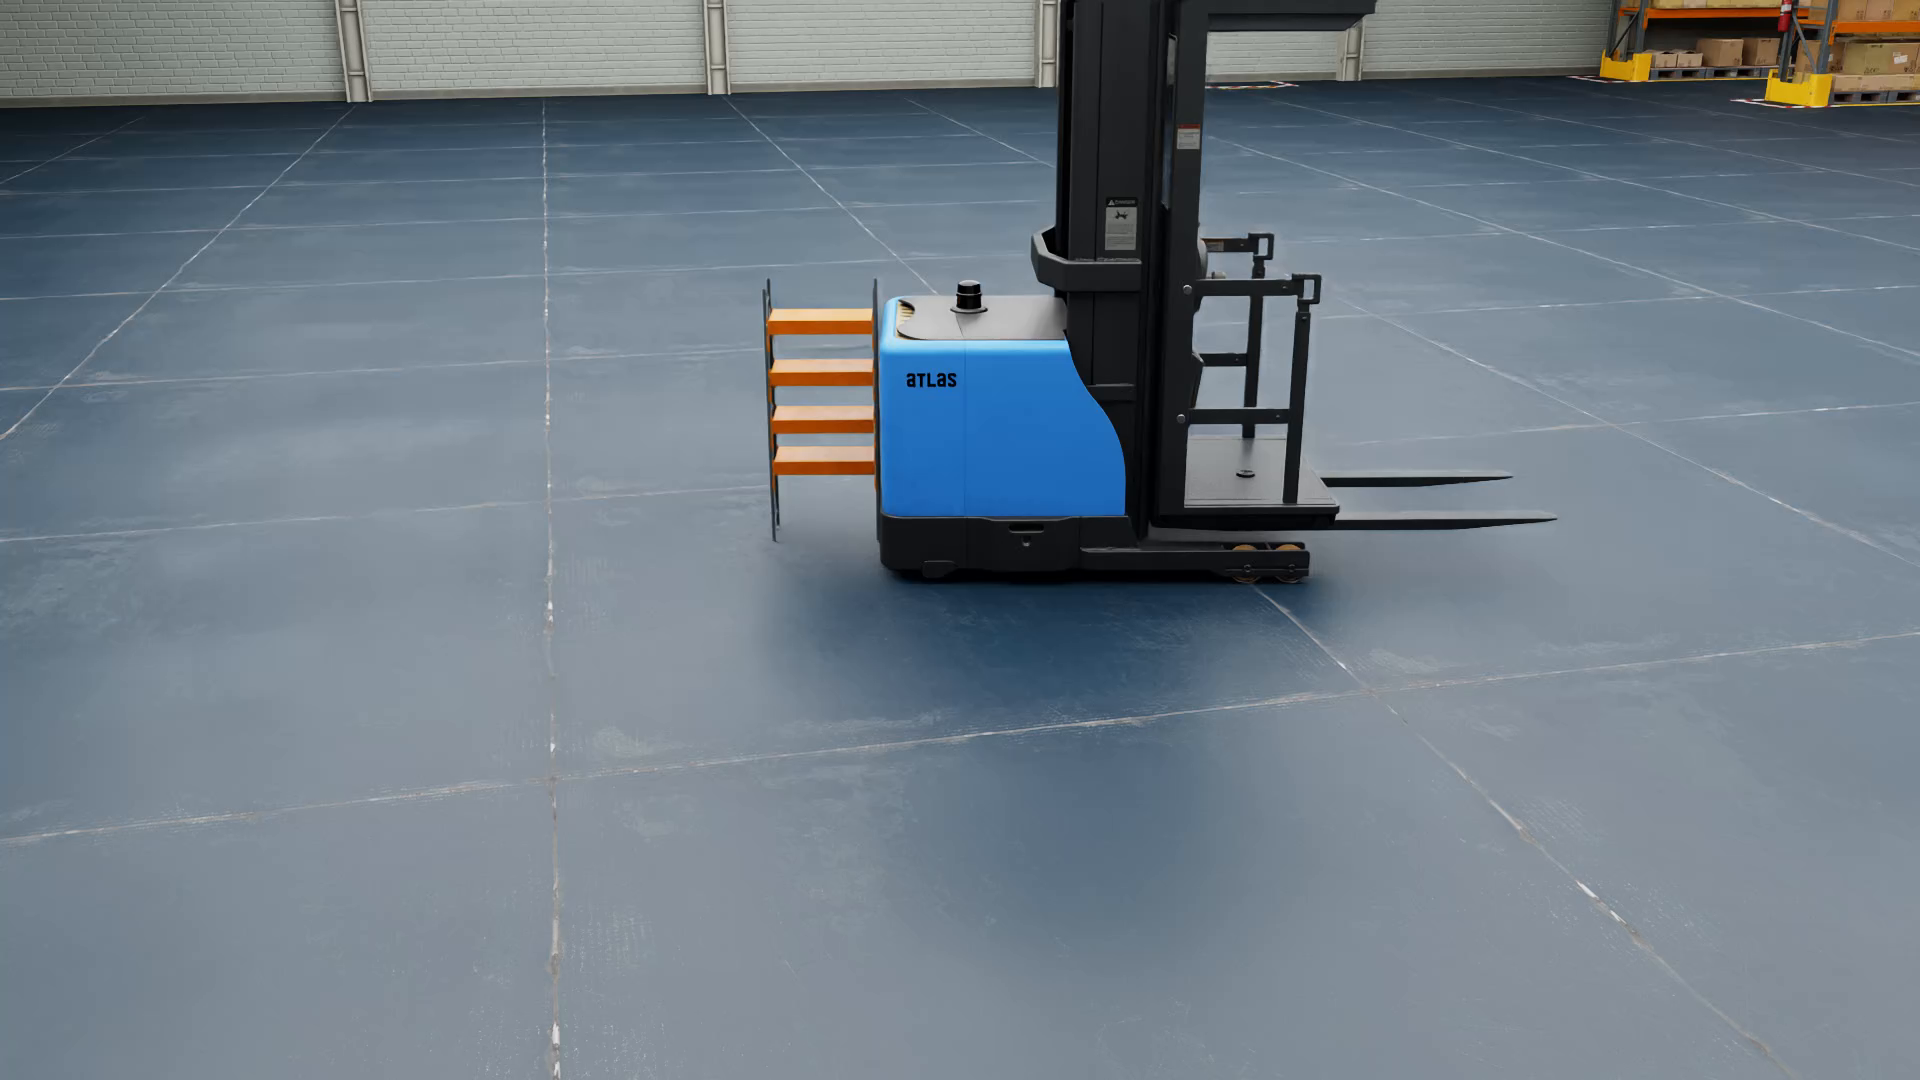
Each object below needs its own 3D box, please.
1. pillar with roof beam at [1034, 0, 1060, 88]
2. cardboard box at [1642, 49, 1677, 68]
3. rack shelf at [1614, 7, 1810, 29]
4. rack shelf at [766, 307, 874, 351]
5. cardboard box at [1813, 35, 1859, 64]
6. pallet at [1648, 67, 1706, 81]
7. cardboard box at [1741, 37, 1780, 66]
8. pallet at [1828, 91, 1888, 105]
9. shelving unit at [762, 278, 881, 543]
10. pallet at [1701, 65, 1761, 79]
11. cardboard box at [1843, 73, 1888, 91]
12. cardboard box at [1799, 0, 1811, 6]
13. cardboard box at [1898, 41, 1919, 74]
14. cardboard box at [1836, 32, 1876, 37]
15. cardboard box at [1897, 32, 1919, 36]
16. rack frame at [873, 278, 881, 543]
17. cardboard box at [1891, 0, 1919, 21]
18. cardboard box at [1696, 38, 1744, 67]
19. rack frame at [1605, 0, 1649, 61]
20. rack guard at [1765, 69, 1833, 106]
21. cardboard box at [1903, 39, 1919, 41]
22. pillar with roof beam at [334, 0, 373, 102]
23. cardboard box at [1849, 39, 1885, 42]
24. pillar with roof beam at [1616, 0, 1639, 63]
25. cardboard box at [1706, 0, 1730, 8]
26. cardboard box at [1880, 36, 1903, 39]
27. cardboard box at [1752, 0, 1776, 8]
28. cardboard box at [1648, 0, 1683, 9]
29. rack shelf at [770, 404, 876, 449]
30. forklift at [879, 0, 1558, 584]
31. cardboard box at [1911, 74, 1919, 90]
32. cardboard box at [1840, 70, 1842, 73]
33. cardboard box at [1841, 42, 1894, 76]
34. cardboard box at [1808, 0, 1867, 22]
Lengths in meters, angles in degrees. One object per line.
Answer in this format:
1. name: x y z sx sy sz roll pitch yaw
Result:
1. pillar with roof beam: 2.583 -11.117 25.080 0.400 9.000 9.100 -5 21 -12
2. cardboard box: 13.482 -9.315 32.151 0.500 0.311 0.500 -7 21 -19
3. rack shelf: 14.734 -10.167 32.253 4.000 0.370 1.077 -5 21 -12
4. rack shelf: -0.626 -0.960 7.549 0.480 0.148 0.258 0 20 -1
5. cardboard box: 17.393 -9.759 33.090 0.500 0.500 0.700 -4 20 -11
6. pallet: 13.661 -9.095 32.337 1.213 0.211 1.003 -5 21 -12
7. cardboard box: 15.680 -9.600 32.655 0.500 0.500 0.500 -6 21 -17
8. pallet: 14.666 -7.453 27.855 1.213 0.211 1.003 -5 21 -12
9. shelving unit: -0.626 -0.591 7.684 0.503 1.200 0.258 0 20 -1
10. pallet: 14.845 -9.191 32.597 1.213 0.211 1.003 -5 21 -12
11. cardboard box: 14.990 -7.603 27.596 0.500 0.250 0.500 -5 21 -12
12. cardboard box: 16.289 -10.463 32.205 0.500 0.250 0.500 -5 21 -12
13. cardboard box: 15.965 -8.032 27.678 0.500 0.500 0.500 -5 21 -12
14. cardboard box: 17.821 -10.147 33.059 0.500 0.250 0.500 -5 21 -14
15. cardboard box: 18.816 -10.223 33.266 0.500 0.250 0.500 -5 21 -13
16. rack frame: -0.383 -0.593 7.689 0.015 1.200 0.240 0 20 -1
17. cardboard box: 15.383 -8.848 27.463 0.500 0.500 0.700 -5 21 -12
18. cardboard box: 14.762 -9.490 32.355 0.500 0.500 0.700 -6 21 -16
19. rack frame: 12.788 -10.346 31.697 0.127 3.000 1.000 -5 21 -12
20. rack guard: 13.908 -7.513 27.596 0.348 0.500 1.175 -5 21 -12
21. cardboard box: 16.328 -8.252 28.277 0.500 0.500 0.500 -5 21 -12
22. pillar with roof beam: -9.095 -10.167 22.488 0.400 9.000 9.100 -5 21 -12
23. cardboard box: 15.355 -8.172 28.061 0.500 0.500 0.500 -5 21 -12
24. pillar with roof beam: 14.261 -12.067 27.673 0.400 9.000 9.100 -5 21 -12
25. cardboard box: 14.335 -10.302 31.765 0.500 0.250 0.500 -5 21 -13
26. cardboard box: 18.390 -9.844 33.321 0.500 0.500 0.700 -4 21 -12
27. cardboard box: 15.317 -10.381 31.982 0.500 0.250 0.500 -5 21 -13
28. cardboard box: 13.336 -10.217 31.535 0.500 0.250 0.500 -5 21 -14
29. rack shelf: -0.626 -0.528 7.707 0.480 0.148 0.258 0 20 -1
30. forklift: 1.156 -1.369 7.289 3.031 2.935 1.130 0 20 -1
31. cardboard box: 15.965 -7.680 27.807 0.500 0.250 0.500 -5 21 -12
32. cardboard box: 14.869 -7.779 28.077 0.500 0.250 0.500 -5 21 -12
33. cardboard box: 14.991 -7.955 27.466 0.500 0.500 0.500 -5 21 -12
34. cardboard box: 14.389 -8.768 27.244 0.500 0.500 0.700 -5 21 -12
